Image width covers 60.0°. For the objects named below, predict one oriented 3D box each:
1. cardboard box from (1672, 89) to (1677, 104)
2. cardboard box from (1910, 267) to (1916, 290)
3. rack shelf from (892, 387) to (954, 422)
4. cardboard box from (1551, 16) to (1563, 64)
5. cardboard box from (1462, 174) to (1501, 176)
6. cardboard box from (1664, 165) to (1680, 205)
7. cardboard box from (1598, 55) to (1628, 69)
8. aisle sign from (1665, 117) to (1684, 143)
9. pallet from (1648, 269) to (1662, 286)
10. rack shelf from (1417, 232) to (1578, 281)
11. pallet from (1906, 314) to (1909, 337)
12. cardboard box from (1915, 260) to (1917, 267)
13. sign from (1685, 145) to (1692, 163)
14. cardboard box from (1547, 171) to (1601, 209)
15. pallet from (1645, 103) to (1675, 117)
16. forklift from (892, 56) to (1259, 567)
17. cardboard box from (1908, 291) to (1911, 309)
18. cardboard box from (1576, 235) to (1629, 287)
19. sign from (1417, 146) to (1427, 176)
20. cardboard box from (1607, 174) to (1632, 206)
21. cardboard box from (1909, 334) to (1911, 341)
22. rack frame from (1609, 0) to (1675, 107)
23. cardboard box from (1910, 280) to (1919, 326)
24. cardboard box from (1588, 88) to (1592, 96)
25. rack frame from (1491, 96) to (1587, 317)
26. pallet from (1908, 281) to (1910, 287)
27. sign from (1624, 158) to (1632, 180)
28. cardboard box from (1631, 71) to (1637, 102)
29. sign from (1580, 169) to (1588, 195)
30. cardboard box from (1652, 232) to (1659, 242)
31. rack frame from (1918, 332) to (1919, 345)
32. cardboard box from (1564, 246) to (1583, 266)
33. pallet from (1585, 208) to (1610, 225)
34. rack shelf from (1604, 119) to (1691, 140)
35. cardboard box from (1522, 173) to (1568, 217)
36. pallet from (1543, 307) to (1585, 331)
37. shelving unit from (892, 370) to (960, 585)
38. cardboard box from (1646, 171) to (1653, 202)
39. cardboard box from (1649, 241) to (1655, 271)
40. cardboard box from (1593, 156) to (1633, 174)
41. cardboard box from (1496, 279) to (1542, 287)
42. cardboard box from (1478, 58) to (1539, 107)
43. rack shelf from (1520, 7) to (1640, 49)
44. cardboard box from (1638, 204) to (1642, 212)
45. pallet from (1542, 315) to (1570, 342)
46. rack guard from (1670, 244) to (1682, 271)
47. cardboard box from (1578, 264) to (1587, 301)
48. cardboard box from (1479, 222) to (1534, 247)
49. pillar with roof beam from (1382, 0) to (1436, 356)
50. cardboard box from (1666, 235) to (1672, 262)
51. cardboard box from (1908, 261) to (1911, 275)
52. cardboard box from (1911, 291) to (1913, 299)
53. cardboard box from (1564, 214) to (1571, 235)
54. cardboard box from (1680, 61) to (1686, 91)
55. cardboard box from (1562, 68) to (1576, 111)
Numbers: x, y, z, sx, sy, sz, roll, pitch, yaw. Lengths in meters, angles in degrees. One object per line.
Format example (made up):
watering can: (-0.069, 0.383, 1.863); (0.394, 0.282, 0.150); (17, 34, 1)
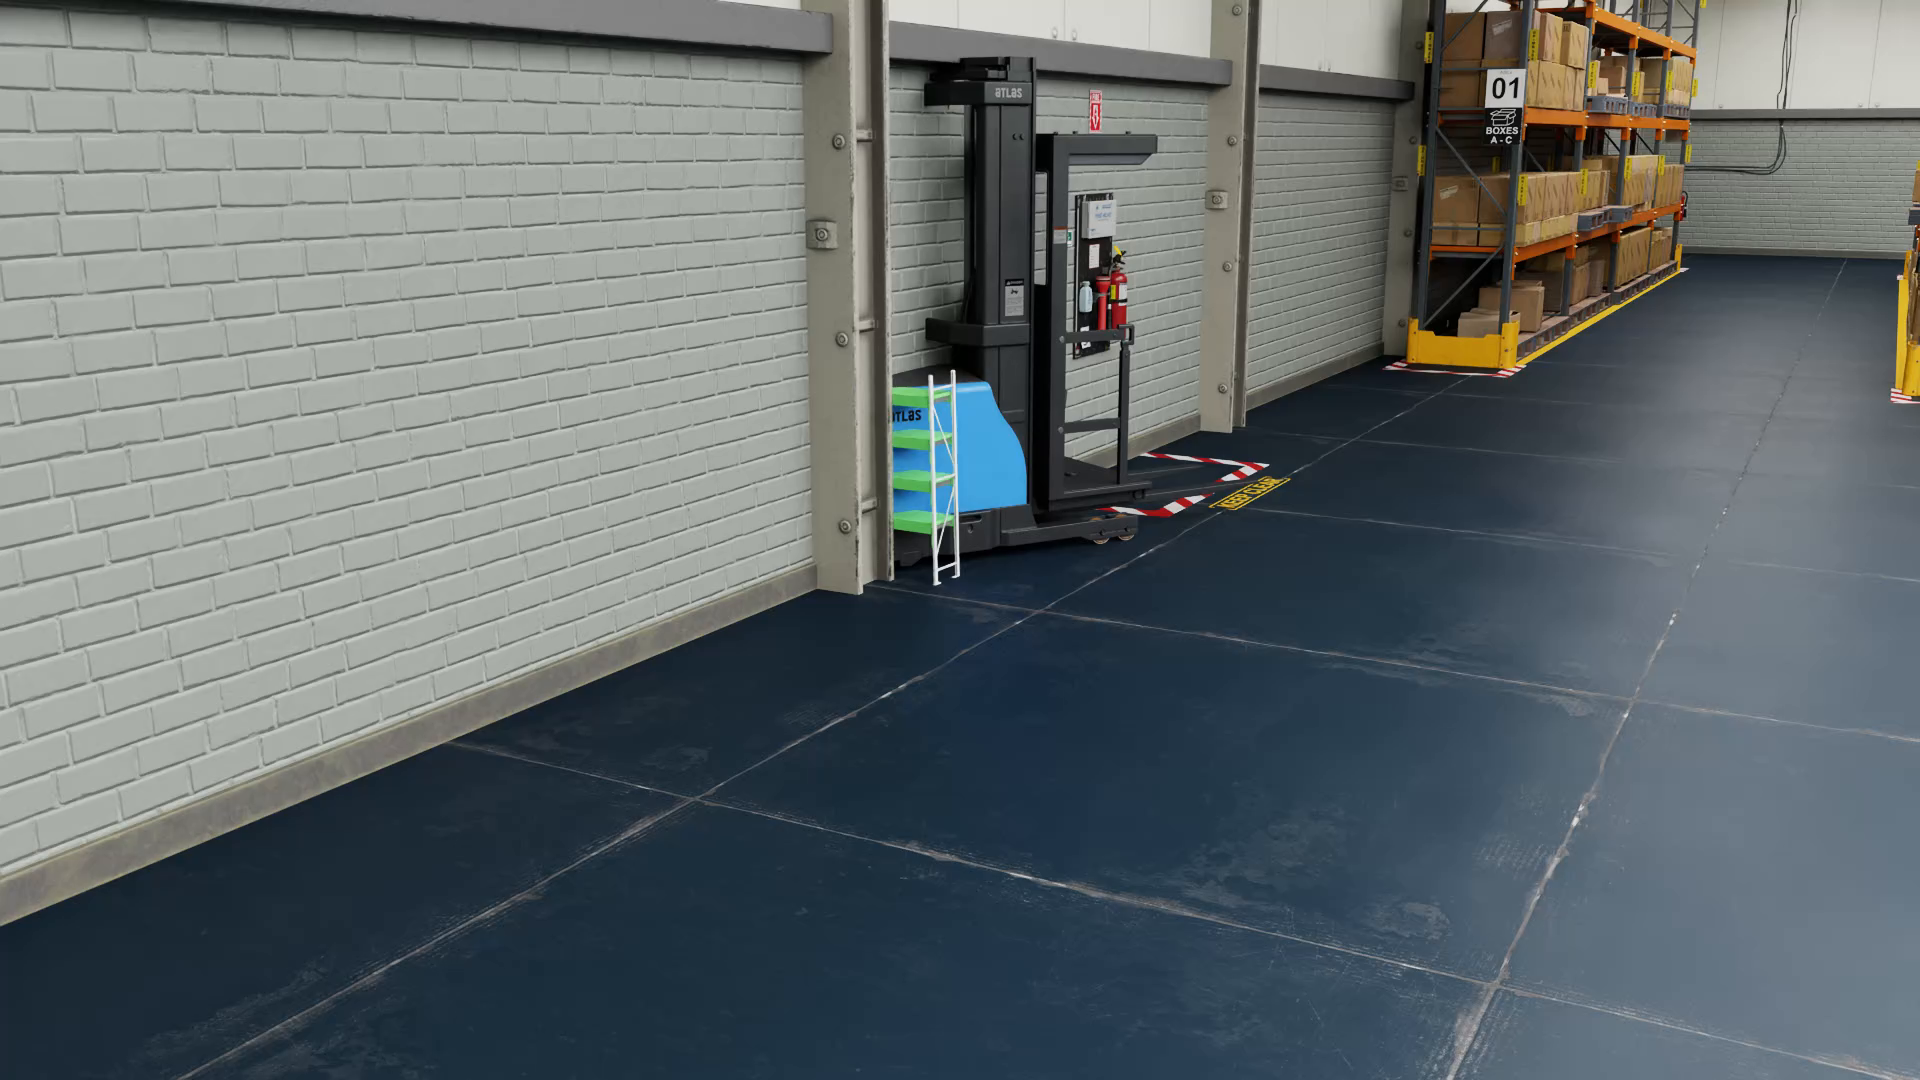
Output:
cardboard box: (12.238, -7.746, 29.074); (0.500, 0.250, 0.500); (7, 15, 27)
cardboard box: (13.308, -3.578, 22.748); (0.500, 0.311, 0.500); (8, 16, 30)
rack shelf: (-0.299, -0.782, 9.451); (0.480, 0.148, 0.258); (8, 16, 33)
cardboard box: (6.536, -5.689, 18.941); (0.500, 0.500, 0.500); (8, 16, 30)
cardboard box: (6.153, -4.062, 19.660); (0.500, 0.500, 0.500); (7, 15, 27)
cardboard box: (12.768, -6.603, 30.883); (0.980, 0.700, 0.700); (7, 15, 28)
cardboard box: (10.620, -7.698, 26.911); (0.500, 0.250, 0.500); (7, 15, 26)
aisle sign: (13.645, -7.958, 31.597); (0.394, 0.787, 0.004); (7, 15, 28)
pallet: (11.850, -4.685, 29.515); (1.003, 0.211, 1.213); (7, 15, 28)
rack shelf: (6.580, -3.492, 20.152); (1.077, 0.370, 4.000); (7, 15, 28)
pallet: (12.796, -2.743, 21.459); (1.003, 0.211, 1.213); (7, 15, 28)
cardboard box: (14.316, -3.835, 24.437); (0.500, 0.500, 0.500); (7, 15, 26)
sign: (13.816, -7.327, 31.551); (0.100, 0.325, 0.005); (7, 15, 28)
cardboard box: (8.679, -4.979, 23.635); (0.700, 0.500, 0.500); (7, 15, 28)
pallet: (11.819, -7.475, 28.928); (1.003, 0.211, 1.213); (7, 15, 28)
forklift: (0.543, -1.498, 10.493); (3.031, 2.935, 1.130); (-8, 16, -29)
cardboard box: (13.066, -3.202, 22.386); (0.500, 0.250, 0.500); (7, 15, 26)
cardboard box: (9.951, -4.368, 25.941); (0.750, 0.750, 0.750); (7, 15, 27)
sign: (5.137, -4.215, 18.471); (0.100, 0.325, 0.005); (7, 15, 28)
cardboard box: (9.939, -5.346, 25.418); (0.500, 0.500, 0.500); (8, 16, 30)
cardboard box: (10.423, -2.088, 17.767); (0.500, 0.250, 0.500); (7, 15, 28)
rack frame: (11.414, -8.810, 27.875); (1.000, 3.000, 0.127); (7, 15, 28)
cardboard box: (10.663, -2.556, 18.105); (0.500, 0.500, 0.500); (7, 15, 28)
cardboard box: (8.179, -6.100, 22.331); (0.500, 0.311, 0.500); (8, 16, 30)
rack frame: (7.547, -4.252, 21.770); (1.000, 3.000, 0.127); (7, 15, 28)
pallet: (16.674, -4.369, 28.206); (1.003, 0.211, 1.213); (7, 15, 28)
sign: (9.960, -5.537, 24.800); (0.100, 0.325, 0.005); (7, 15, 28)
cardboard box: (10.382, -7.229, 26.565); (0.700, 0.500, 0.500); (7, 15, 28)
sign: (8.025, -4.613, 21.420); (0.100, 0.325, 0.005); (7, 15, 28)
cardboard box: (12.191, -5.389, 29.539); (0.380, 0.149, 0.250); (8, 16, 30)
rack frame: (9.951, -2.871, 16.041); (1.000, 3.000, 0.127); (7, 15, 28)
cardboard box: (8.603, -4.066, 23.794); (0.500, 0.250, 0.500); (7, 15, 28)
pallet: (8.559, -4.568, 23.492); (1.003, 0.211, 1.213); (7, 15, 28)
rack shelf: (12.381, -7.412, 30.012); (1.077, 0.370, 4.000); (7, 15, 28)
cardboard box: (7.100, -4.216, 20.298); (0.500, 0.500, 0.500); (7, 15, 26)
pallet: (7.922, -3.056, 22.760); (1.003, 0.211, 1.213); (7, 15, 28)
shelving unit: (-0.290, -0.378, 9.549); (0.503, 1.200, 0.258); (8, 16, 33)
cardboard box: (11.174, -5.867, 27.579); (0.500, 0.500, 0.500); (8, 15, 28)
cardboard box: (11.865, -5.024, 29.410); (0.700, 0.500, 0.500); (8, 16, 29)
cardboard box: (9.939, -5.710, 25.327); (0.500, 0.250, 0.500); (8, 16, 29)
cardboard box: (7.080, -3.033, 21.109); (0.500, 0.500, 0.500); (6, 15, 24)
cardboard box: (5.993, -4.988, 18.167); (0.500, 0.500, 0.500); (8, 16, 30)
rack shelf: (8.513, -7.034, 22.900); (1.077, 0.370, 4.000); (7, 15, 28)
cardboard box: (10.980, -5.473, 27.330); (0.380, 0.149, 0.250); (7, 15, 28)
pallet: (7.253, -2.754, 21.508); (1.003, 0.211, 1.213); (7, 15, 28)
rack guard: (13.359, -5.504, 32.295); (1.175, 0.500, 0.348); (7, 15, 28)
cardboard box: (8.612, -3.720, 23.958); (0.700, 0.500, 0.500); (7, 15, 28)
cardboard box: (6.127, -3.432, 18.647); (0.500, 0.250, 0.500); (7, 15, 26)
pillar with roof beam: (8.963, -6.101, 16.642); (9.100, 9.000, 0.400); (7, 15, 28)
cardboard box: (13.097, -5.548, 31.583); (0.700, 0.500, 0.500); (7, 15, 28)
cardboard box: (16.142, -4.542, 27.773); (0.500, 0.311, 0.500); (7, 15, 28)
cardboard box: (12.076, -3.054, 20.577); (0.500, 0.311, 0.500); (8, 16, 30)
cardboard box: (7.335, -3.956, 20.819); (0.500, 0.250, 0.500); (7, 15, 28)
cardboard box: (12.736, -8.326, 29.879); (0.500, 0.500, 0.500); (7, 15, 26)
cardboard box: (7.263, -5.534, 20.434); (0.500, 0.500, 0.500); (6, 15, 23)
